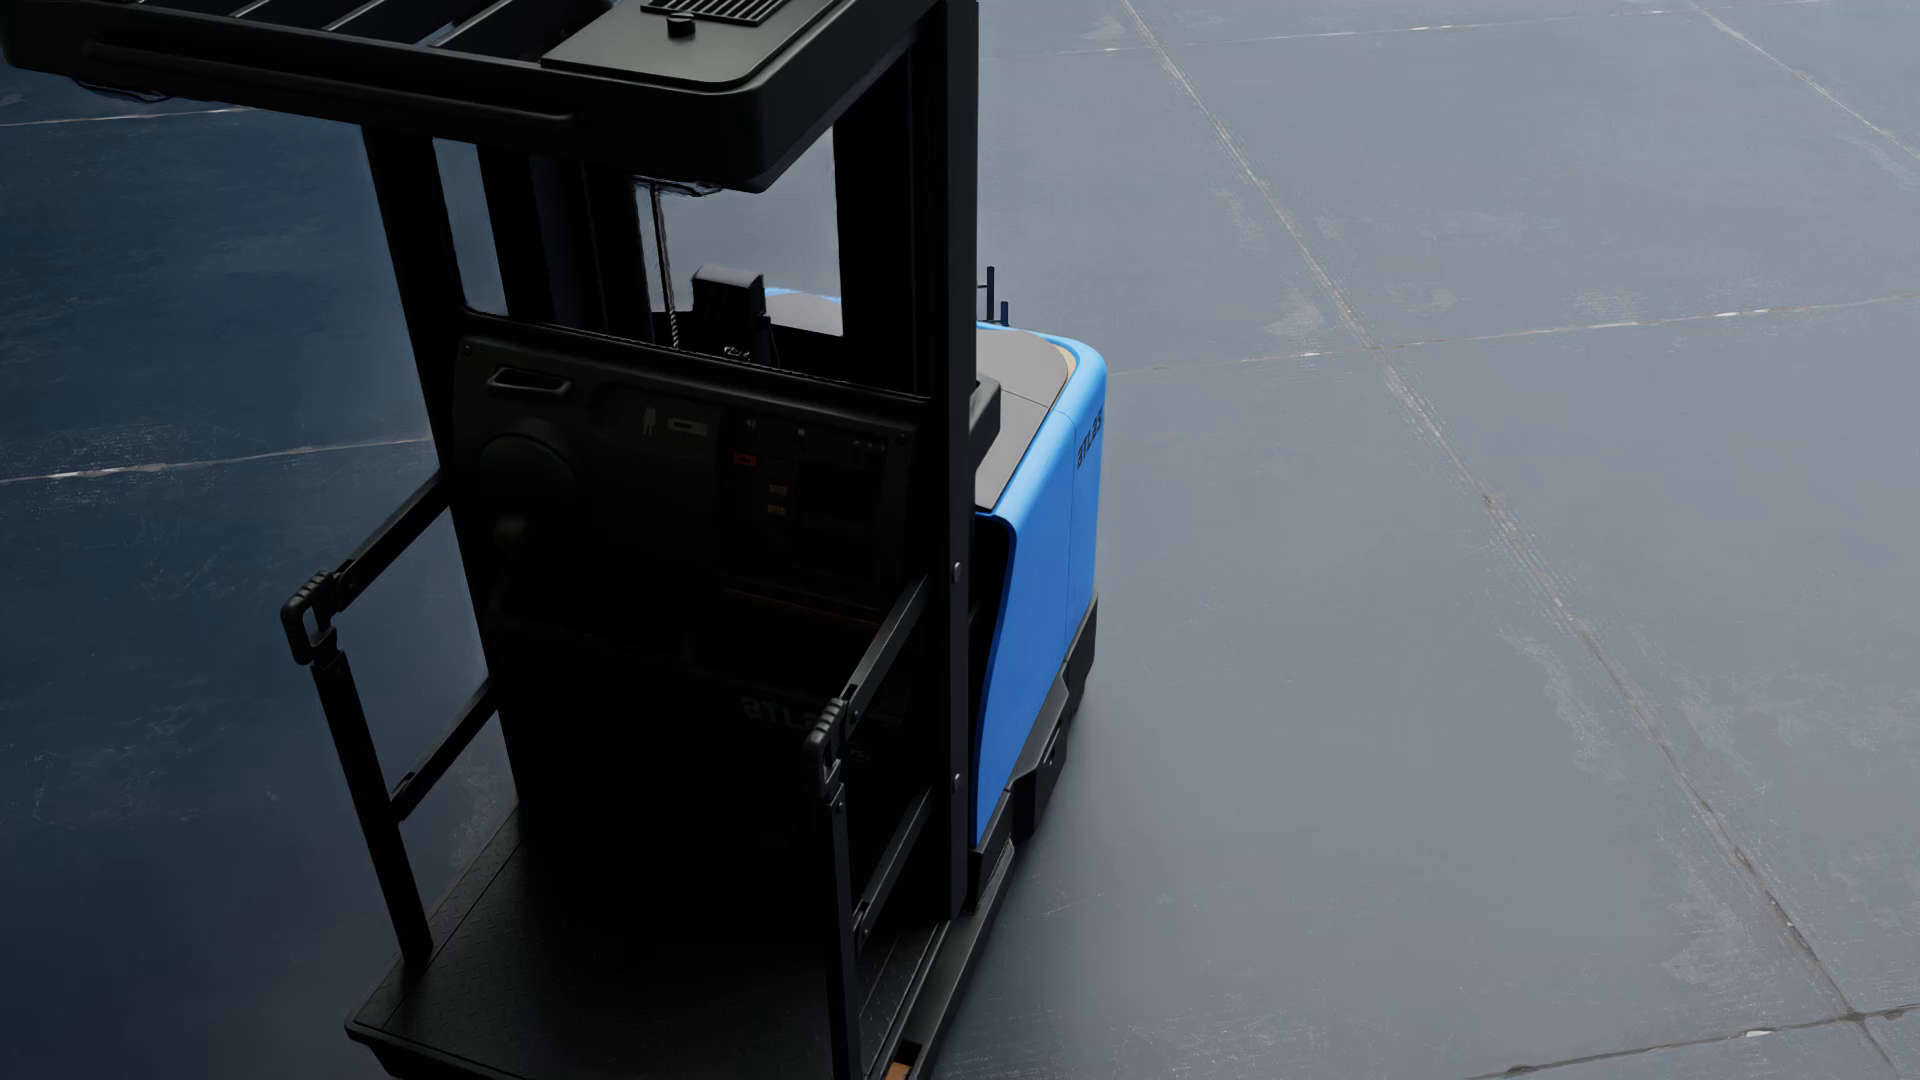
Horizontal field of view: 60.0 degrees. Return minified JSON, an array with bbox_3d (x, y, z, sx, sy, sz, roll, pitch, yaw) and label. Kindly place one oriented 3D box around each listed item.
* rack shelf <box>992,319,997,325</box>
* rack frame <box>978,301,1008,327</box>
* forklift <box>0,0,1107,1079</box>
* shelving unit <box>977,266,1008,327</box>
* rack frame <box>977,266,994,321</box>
[{"bbox_3d":[-0.001,-0.547,4.835,0.258,0.077,0.200,-6,38,-8],"label":"rack shelf"},{"bbox_3d":[0.016,-0.299,4.901,0.240,0.900,0.006,-6,38,-8],"label":"rack frame"},{"bbox_3d":[-0.596,-0.047,2.921,1.130,2.935,3.031,12,40,15],"label":"forklift"},{"bbox_3d":[-0.001,-0.360,4.980,0.258,0.900,0.210,-6,38,-8],"label":"shelving unit"},{"bbox_3d":[-0.019,-0.422,5.059,0.240,0.900,0.006,-6,38,-8],"label":"rack frame"}]
